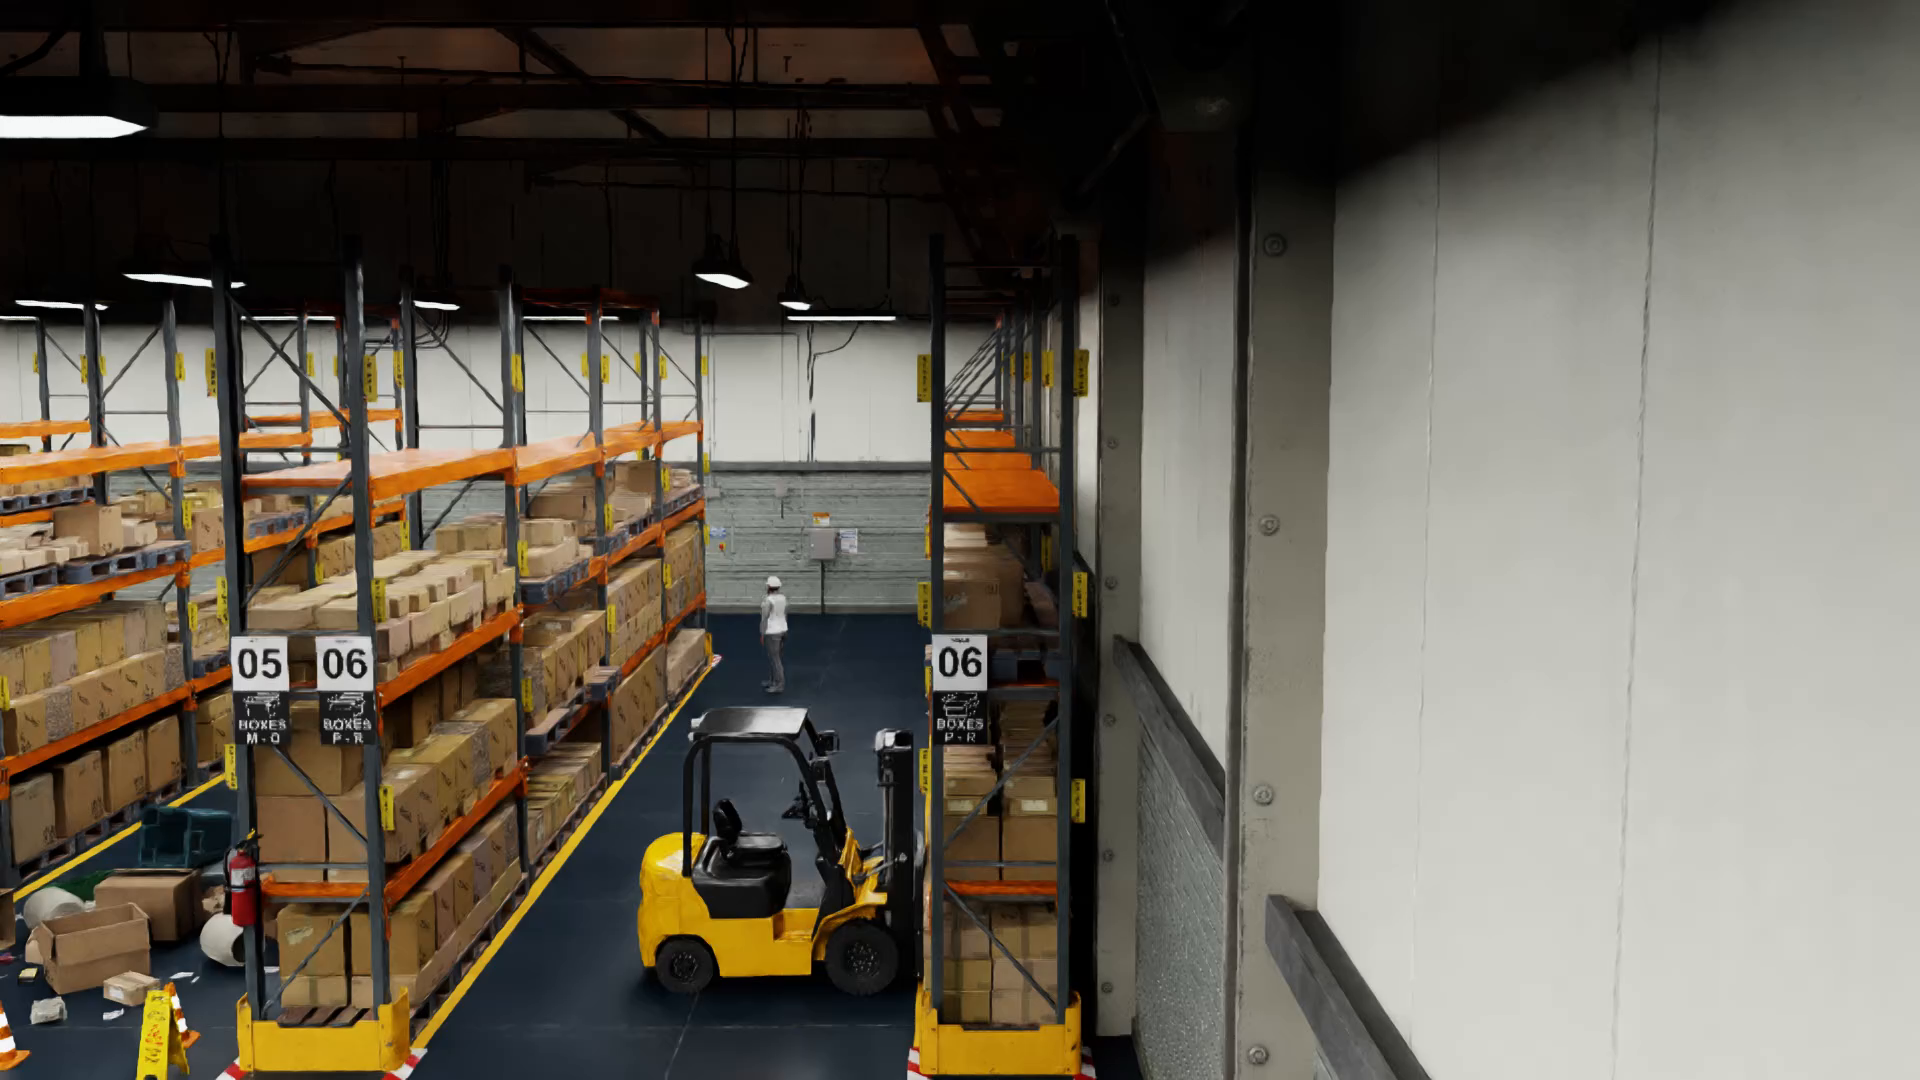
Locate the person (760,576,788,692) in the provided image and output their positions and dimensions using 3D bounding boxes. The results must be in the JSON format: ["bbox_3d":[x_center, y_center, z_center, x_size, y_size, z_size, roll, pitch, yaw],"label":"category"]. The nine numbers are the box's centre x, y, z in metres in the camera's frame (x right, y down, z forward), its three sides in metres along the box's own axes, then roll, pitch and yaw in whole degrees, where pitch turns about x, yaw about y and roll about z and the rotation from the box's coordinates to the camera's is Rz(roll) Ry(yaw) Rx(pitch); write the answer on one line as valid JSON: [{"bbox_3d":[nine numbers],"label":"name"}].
[{"bbox_3d":[-2.904,1.430,25.758,0.575,1.768,0.634,3,7,26],"label":"person"}]

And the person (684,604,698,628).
[{"bbox_3d":[-4.705,1.131,29.026,0.367,1.652,0.557,-4,7,-29],"label":"person"}]
